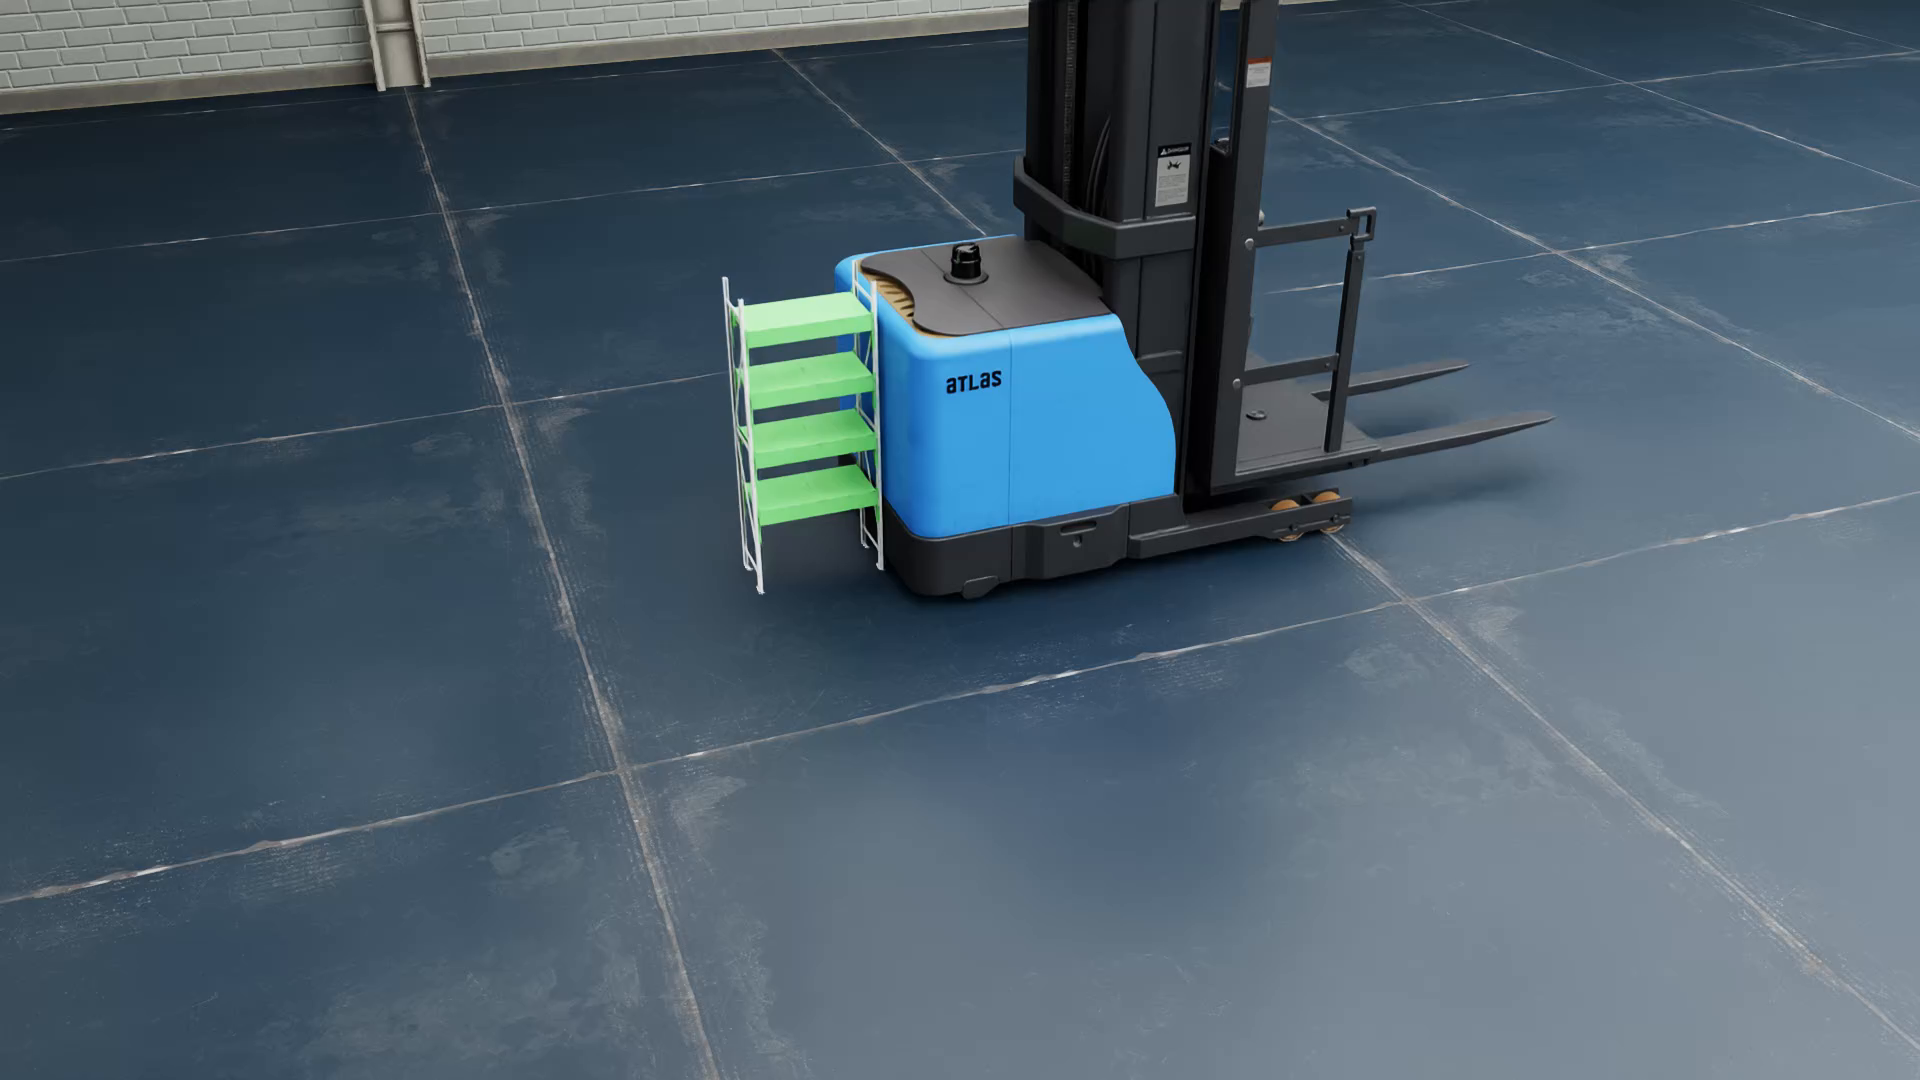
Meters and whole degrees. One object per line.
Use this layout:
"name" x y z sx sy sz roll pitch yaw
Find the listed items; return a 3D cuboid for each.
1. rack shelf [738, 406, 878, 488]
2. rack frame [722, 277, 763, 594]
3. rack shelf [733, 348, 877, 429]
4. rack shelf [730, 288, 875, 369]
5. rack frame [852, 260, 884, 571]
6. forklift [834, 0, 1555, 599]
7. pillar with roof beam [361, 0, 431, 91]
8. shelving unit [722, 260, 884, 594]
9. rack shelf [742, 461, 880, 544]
"rack shelf" -0.578 -0.357 6.293 0.480 0.148 0.258 -11 31 -18
"rack frame" -0.805 -0.368 6.184 0.015 1.200 0.240 -11 31 -18
"rack shelf" -0.578 -0.565 6.174 0.480 0.148 0.258 -11 31 -18
"rack shelf" -0.578 -0.774 6.055 0.480 0.148 0.258 -11 31 -18
"rack frame" -0.350 -0.456 6.338 0.015 1.200 0.240 -11 31 -18
"forklift" 1.063 -1.499 6.419 3.031 2.935 1.130 -11 31 -18
"pillar with roof beam" -2.857 -5.481 7.280 0.400 9.000 9.100 -10 31 -18
"shelving unit" -0.578 -0.412 6.261 0.503 1.200 0.258 -11 31 -18
"rack shelf" -0.578 -0.148 6.412 0.480 0.148 0.258 -11 31 -18
